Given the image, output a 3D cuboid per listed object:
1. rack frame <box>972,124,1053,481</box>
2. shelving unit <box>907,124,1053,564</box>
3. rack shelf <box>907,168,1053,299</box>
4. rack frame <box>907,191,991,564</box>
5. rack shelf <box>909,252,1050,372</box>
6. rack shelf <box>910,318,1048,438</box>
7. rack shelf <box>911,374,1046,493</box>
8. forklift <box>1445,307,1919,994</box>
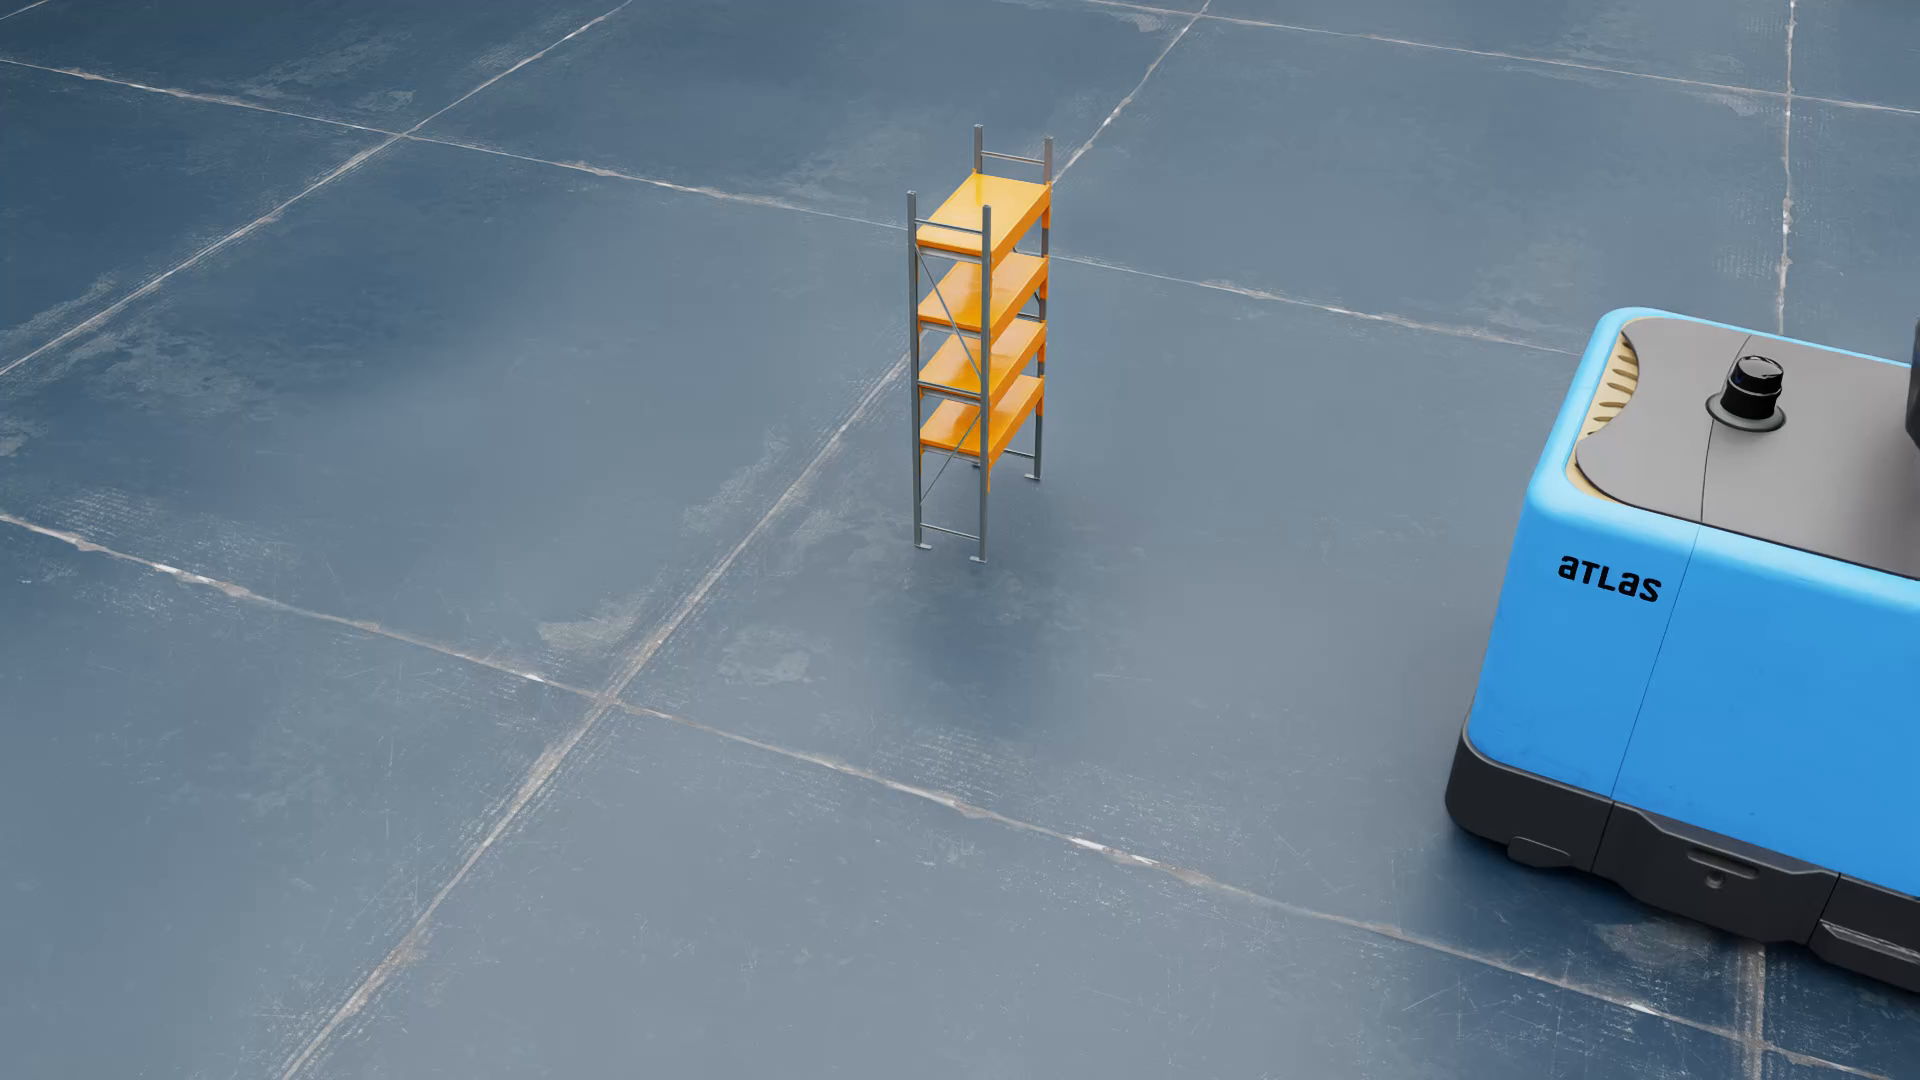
[{"bbox_3d":[0.156,-0.707,5.194,0.240,1.200,0.015,14,39,18],"label":"rack frame"},{"bbox_3d":[0.063,-0.572,5.013,0.258,1.200,0.503,14,39,18],"label":"shelving unit"},{"bbox_3d":[0.063,-0.887,4.778,0.258,0.148,0.480,14,39,18],"label":"rack shelf"},{"bbox_3d":[-0.030,-0.437,4.833,0.240,1.200,0.015,14,39,18],"label":"rack frame"},{"bbox_3d":[0.063,-0.698,4.920,0.258,0.148,0.480,14,39,18],"label":"rack shelf"},{"bbox_3d":[0.063,-0.518,5.054,0.258,0.148,0.480,14,39,18],"label":"rack shelf"},{"bbox_3d":[0.063,-0.359,5.173,0.258,0.148,0.480,14,39,18],"label":"rack shelf"},{"bbox_3d":[2.783,-0.273,3.167,3.031,2.935,1.130,17,40,22],"label":"forklift"}]
